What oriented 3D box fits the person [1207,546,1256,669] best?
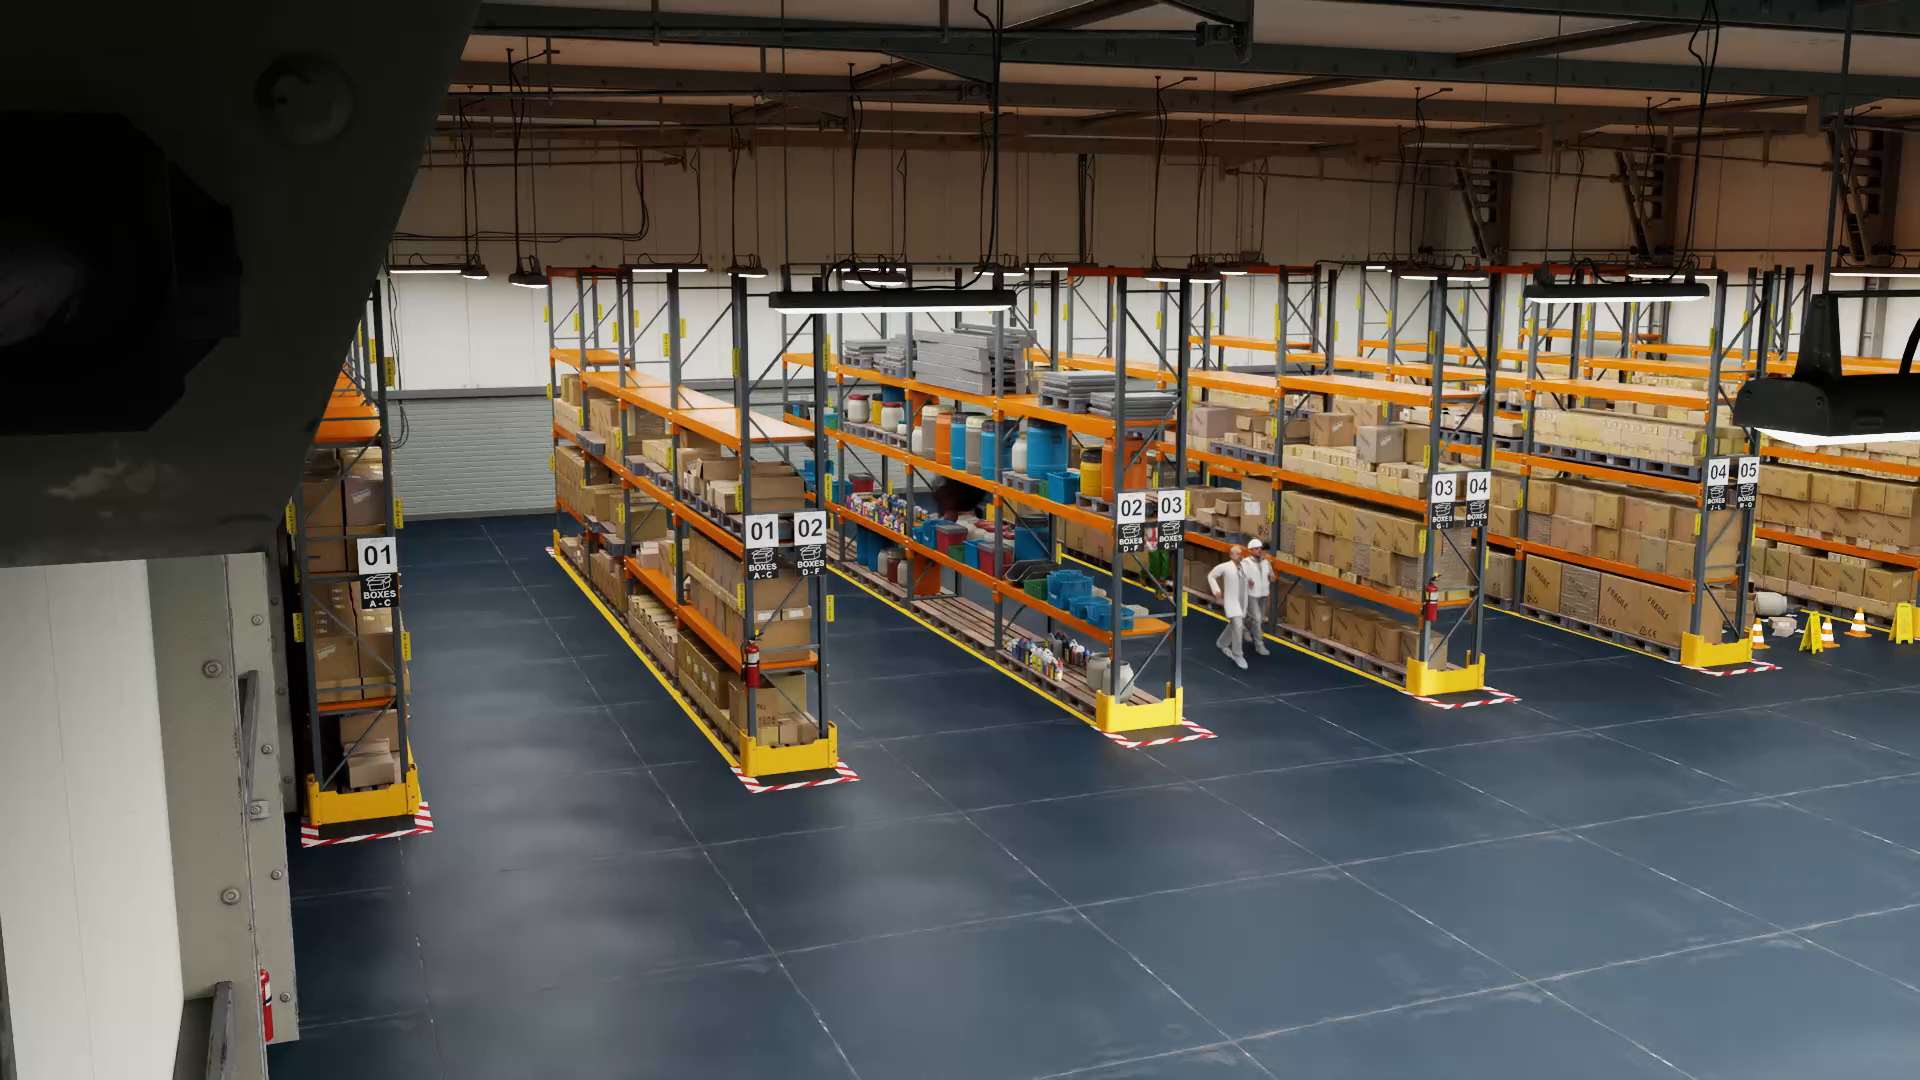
[{"bbox_3d":[4.236,1.002,25.698,0.677,1.836,0.903,-6,12,-31],"label":"person"}]

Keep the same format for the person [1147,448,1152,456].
[{"bbox_3d":[4.270,-1.602,40.893,0.898,1.694,0.865,-5,11,-27],"label":"person"}]

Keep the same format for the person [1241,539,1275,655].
[{"bbox_3d":[4.649,0.859,26.154,0.657,1.753,0.970,-4,11,-24],"label":"person"}]

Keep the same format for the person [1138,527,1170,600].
[{"bbox_3d":[3.422,0.151,29.062,0.653,1.760,0.704,-5,11,-28],"label":"person"}]
